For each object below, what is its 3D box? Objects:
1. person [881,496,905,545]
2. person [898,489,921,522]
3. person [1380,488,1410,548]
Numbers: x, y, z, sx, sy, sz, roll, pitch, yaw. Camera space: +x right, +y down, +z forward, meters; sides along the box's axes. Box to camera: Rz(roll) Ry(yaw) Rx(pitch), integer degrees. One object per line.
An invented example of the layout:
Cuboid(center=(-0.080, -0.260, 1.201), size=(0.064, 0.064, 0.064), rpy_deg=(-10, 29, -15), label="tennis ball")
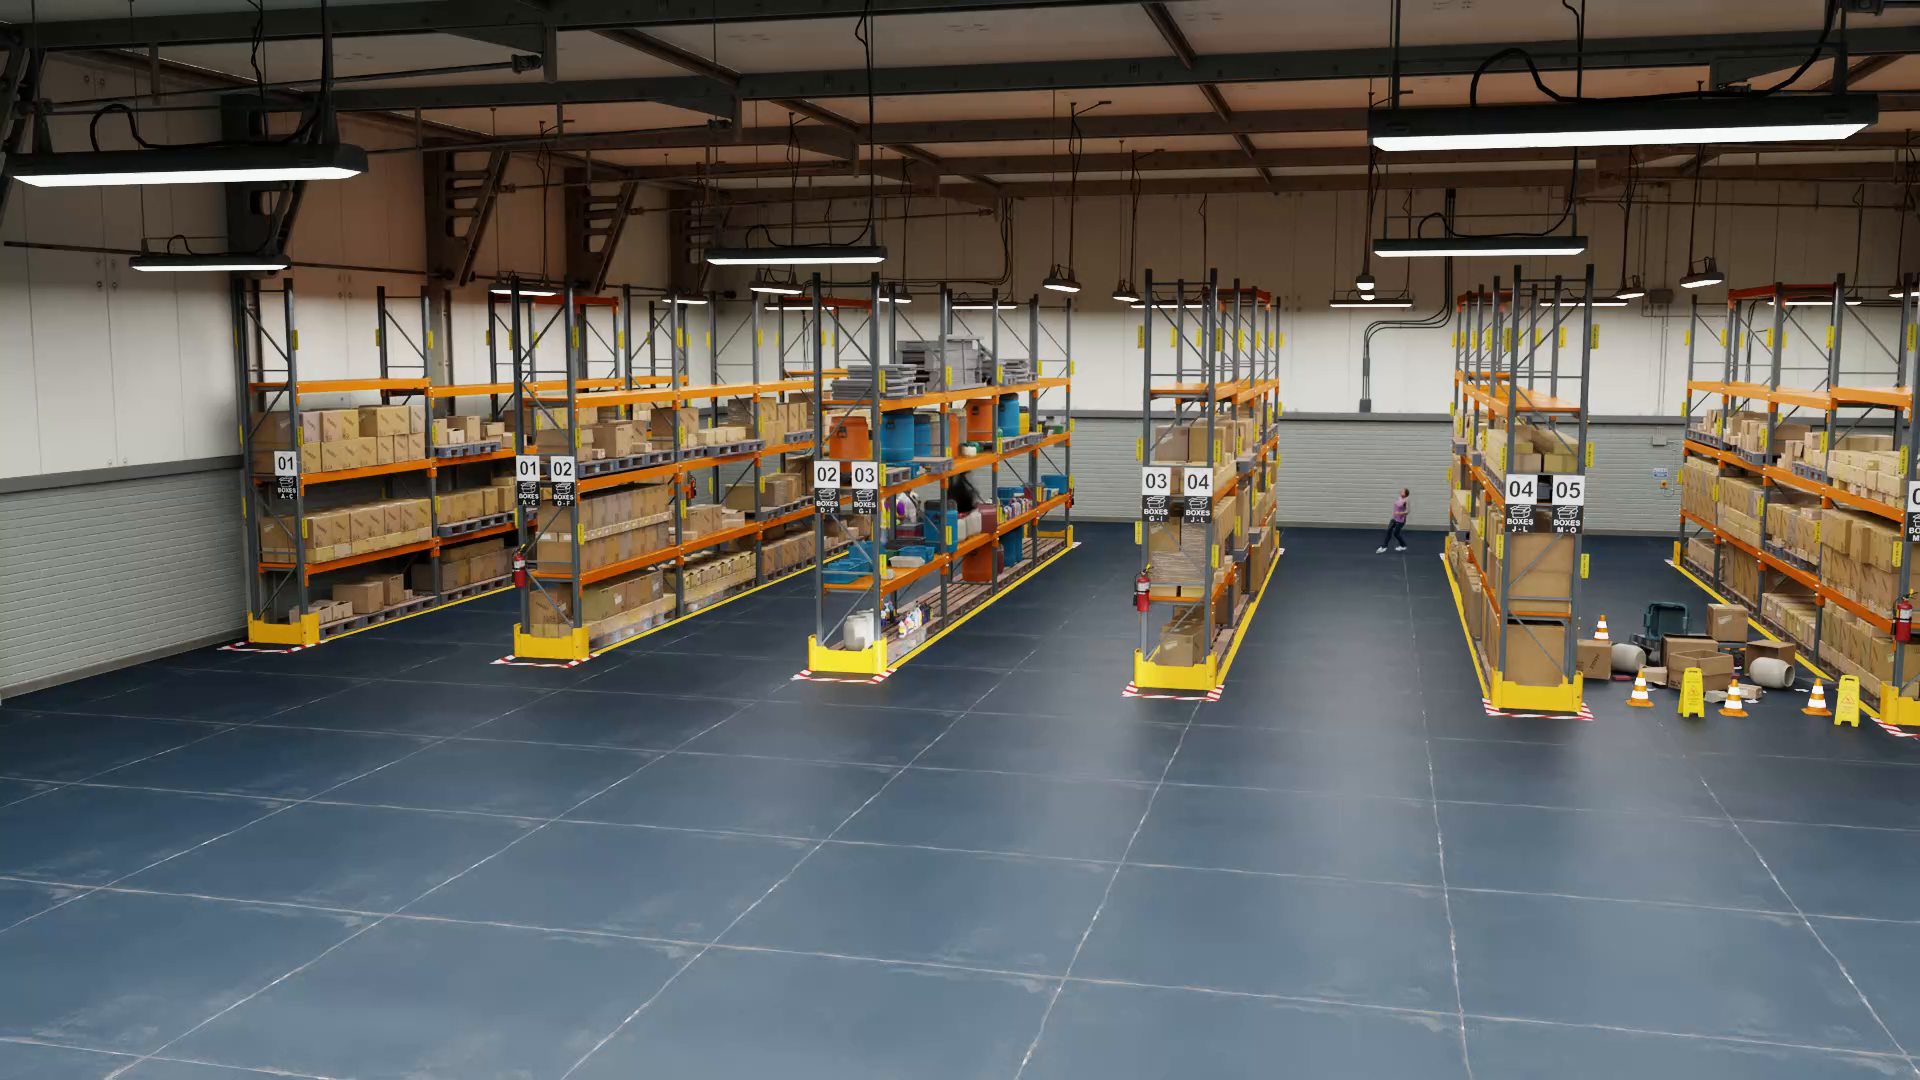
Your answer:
Cuboid(center=(-1.449, -0.199, 34.155), size=(0.678, 1.821, 0.732), rpy_deg=(1, 7, 10), label="person")
Cuboid(center=(-1.205, -0.600, 39.268), size=(0.560, 1.590, 0.831), rpy_deg=(0, 7, 2), label="person")
Cuboid(center=(10.327, -0.510, 39.099), size=(0.612, 1.439, 0.613), rpy_deg=(-2, 7, -19), label="person")
